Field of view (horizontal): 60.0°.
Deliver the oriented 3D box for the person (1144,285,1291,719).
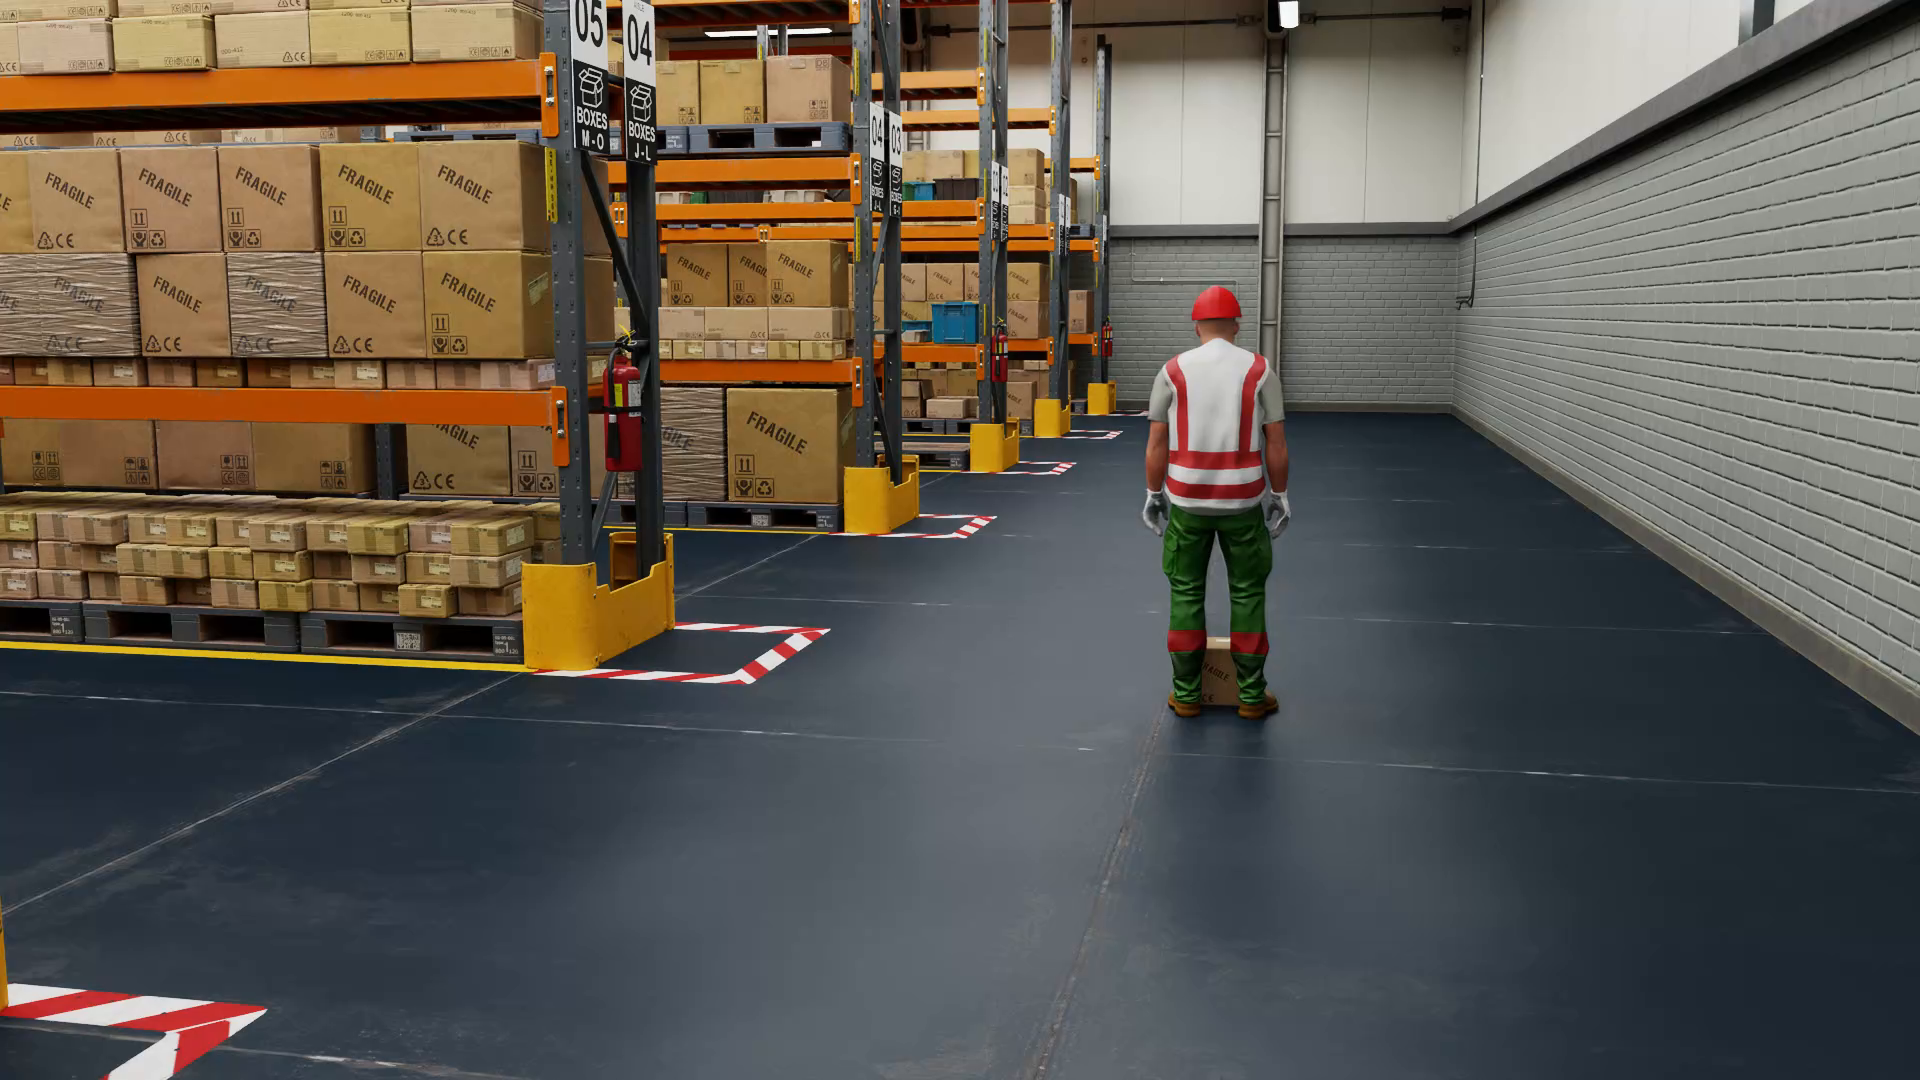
[{"bbox_3d":[1.065,-0.158,6.896,0.607,1.779,0.451,2,8,11],"label":"person"}]
